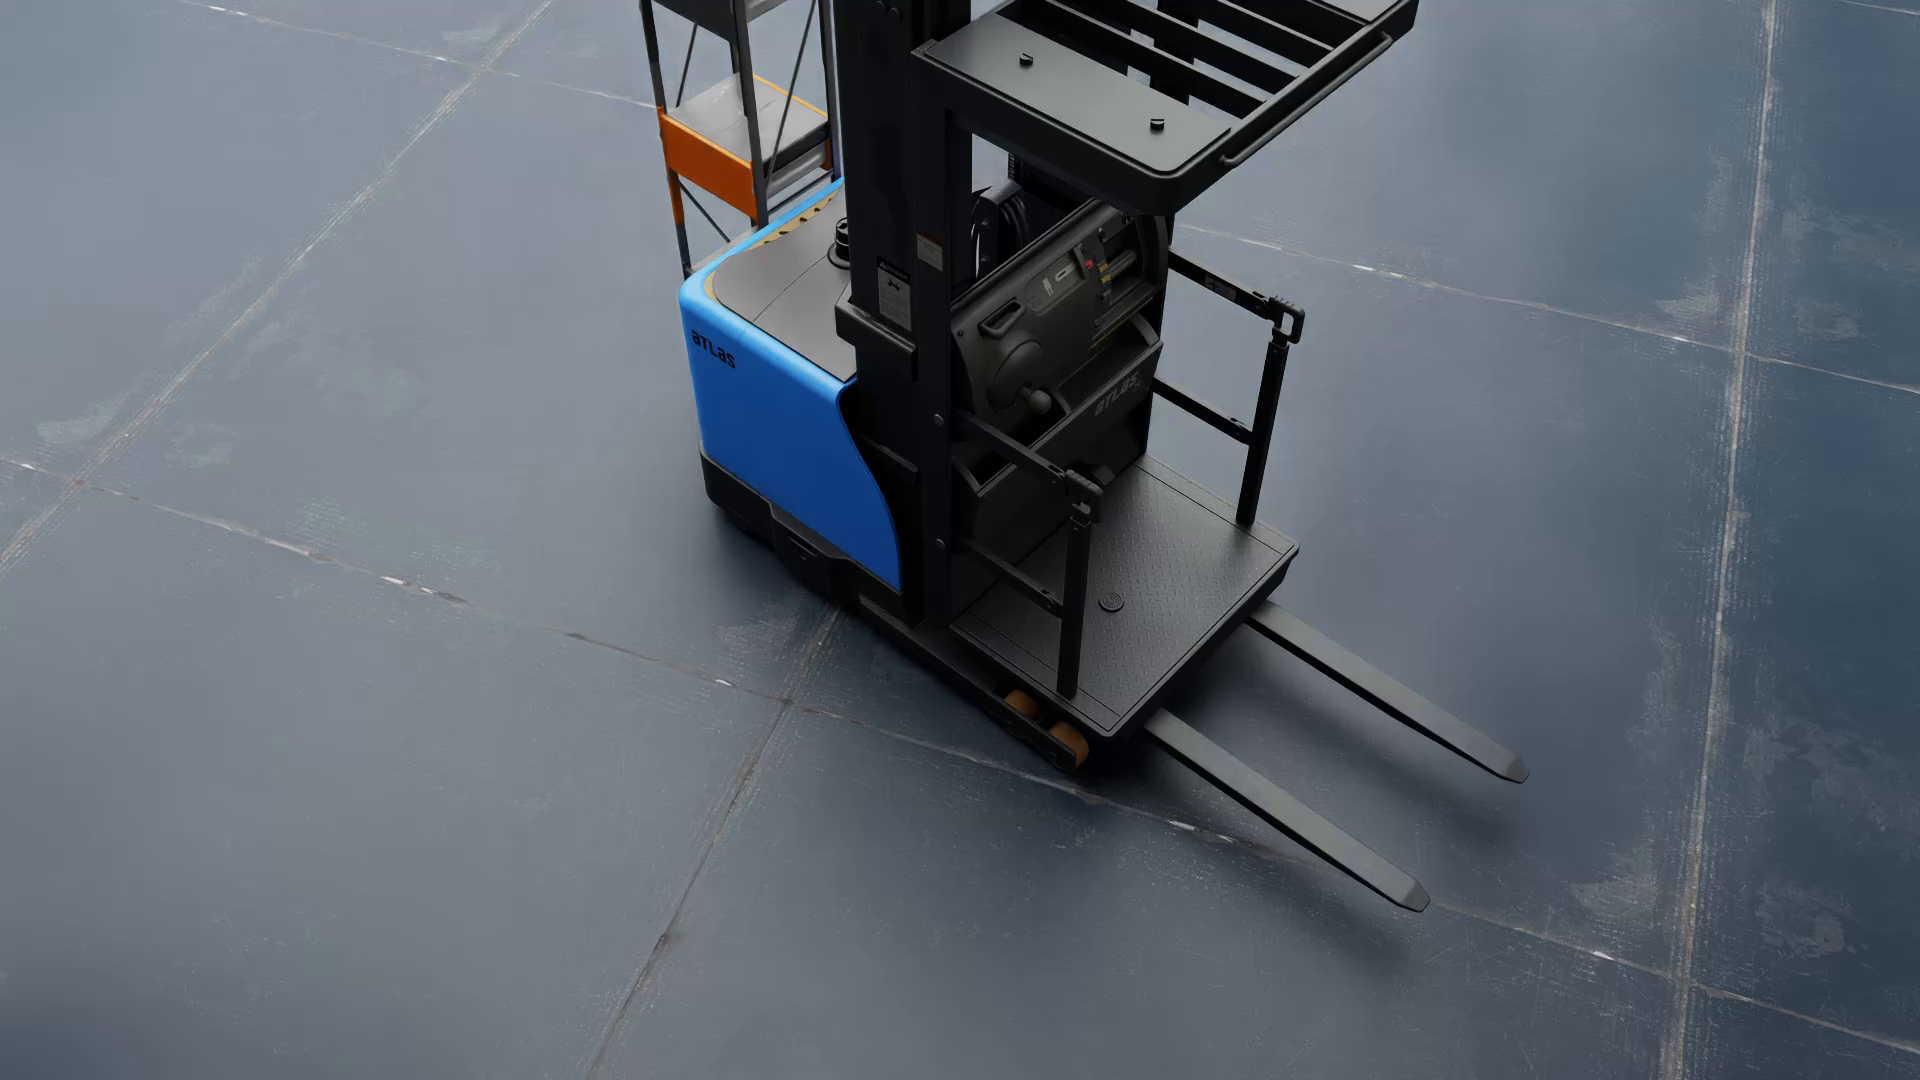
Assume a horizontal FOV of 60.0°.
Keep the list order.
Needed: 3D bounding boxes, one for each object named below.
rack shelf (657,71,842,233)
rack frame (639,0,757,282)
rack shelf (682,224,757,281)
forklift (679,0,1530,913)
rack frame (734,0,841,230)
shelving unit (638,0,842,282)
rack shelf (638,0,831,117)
[{"bbox_3d":[-0.752,-1.350,6.049,0.480,0.518,0.431,34,57,26],"label":"rack shelf"},{"bbox_3d":[-0.935,-1.481,6.144,0.015,2.100,0.400,34,57,26],"label":"rack frame"},{"bbox_3d":[-0.752,-0.891,6.578,0.480,0.518,0.431,34,57,26],"label":"rack shelf"},{"bbox_3d":[0.471,-0.644,4.868,3.031,2.935,1.130,34,57,26],"label":"forklift"},{"bbox_3d":[-0.570,-1.236,5.932,0.015,2.100,0.400,34,57,26],"label":"rack frame"},{"bbox_3d":[-0.752,-1.359,6.038,0.503,2.100,0.431,34,57,26],"label":"shelving unit"},{"bbox_3d":[-0.752,-1.808,5.520,0.480,0.518,0.431,34,57,26],"label":"rack shelf"}]
